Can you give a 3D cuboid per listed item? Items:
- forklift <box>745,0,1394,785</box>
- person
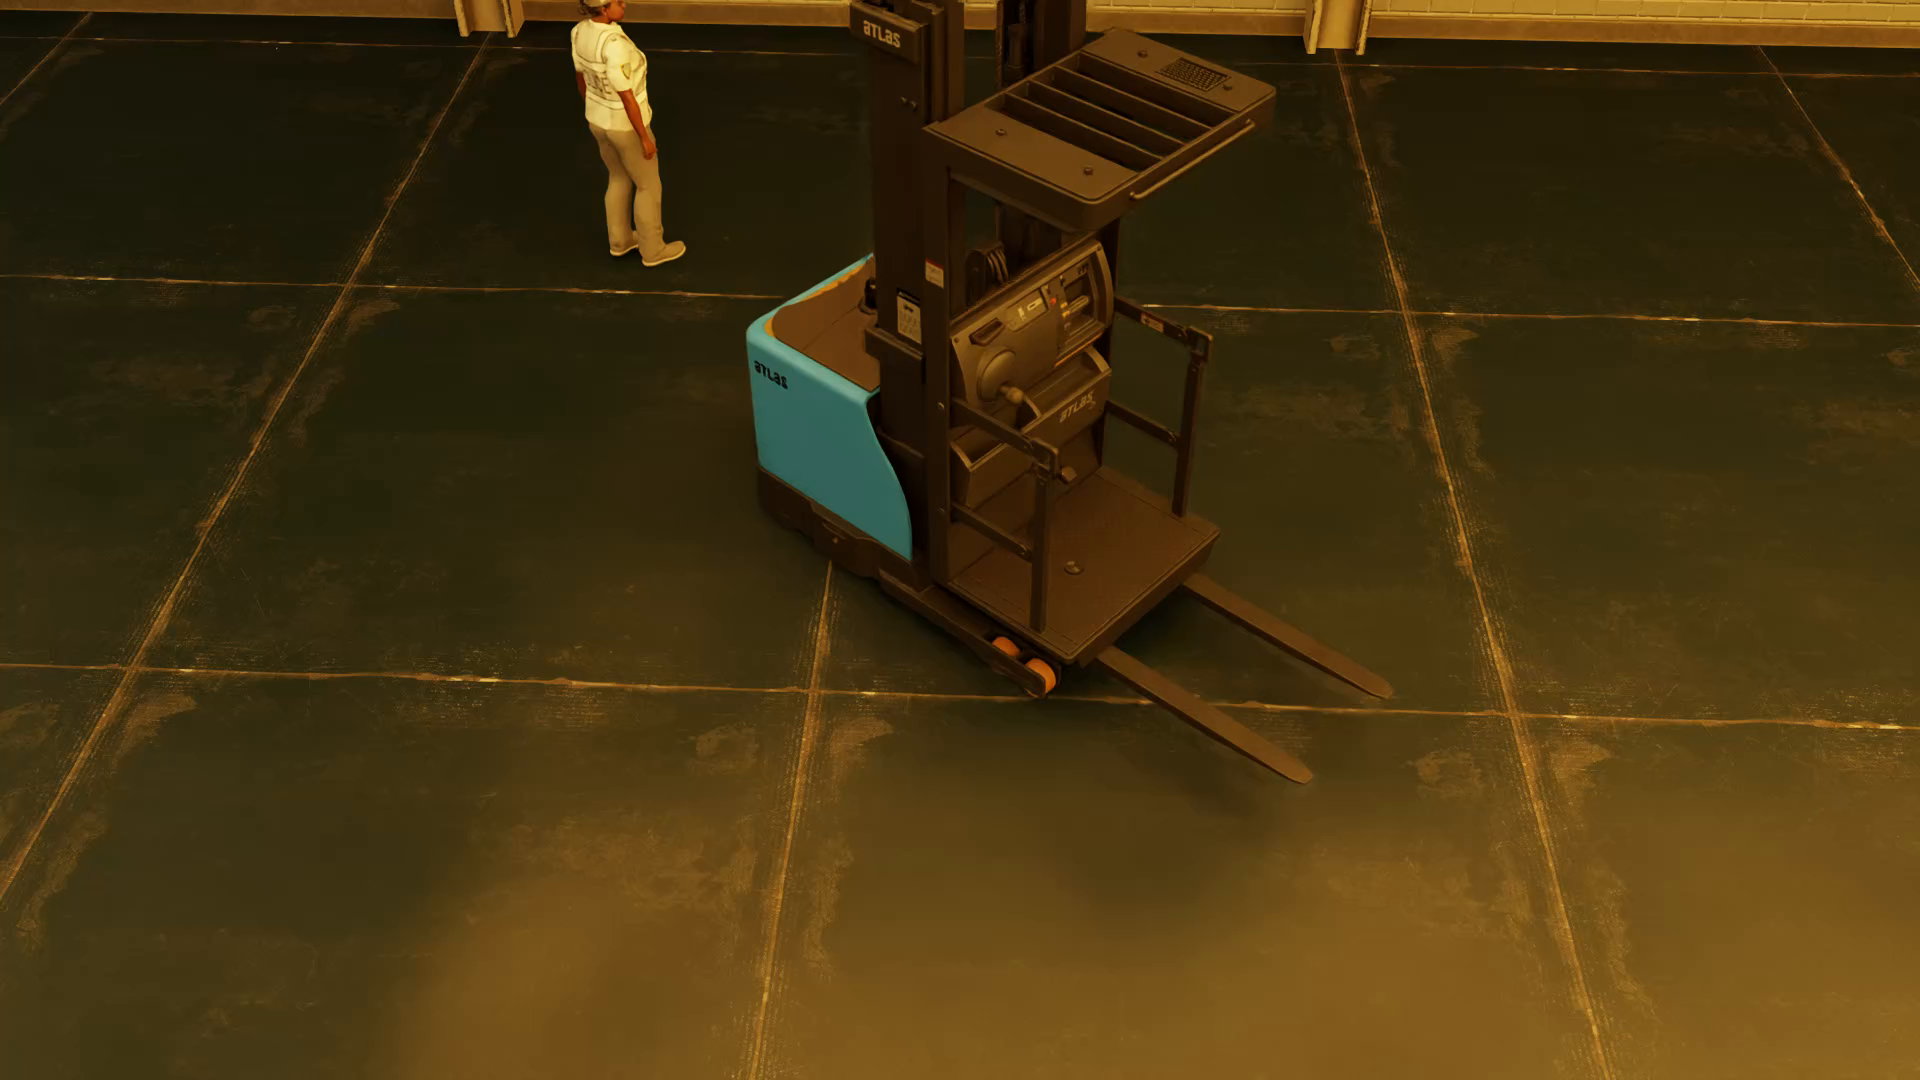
[{"bbox_3d":[0.459,-0.809,6.629,3.031,2.935,1.130,31,51,30],"label":"forklift"},{"bbox_3d":[-1.853,-2.312,9.208,0.541,1.680,0.377,33,52,31],"label":"person"}]
